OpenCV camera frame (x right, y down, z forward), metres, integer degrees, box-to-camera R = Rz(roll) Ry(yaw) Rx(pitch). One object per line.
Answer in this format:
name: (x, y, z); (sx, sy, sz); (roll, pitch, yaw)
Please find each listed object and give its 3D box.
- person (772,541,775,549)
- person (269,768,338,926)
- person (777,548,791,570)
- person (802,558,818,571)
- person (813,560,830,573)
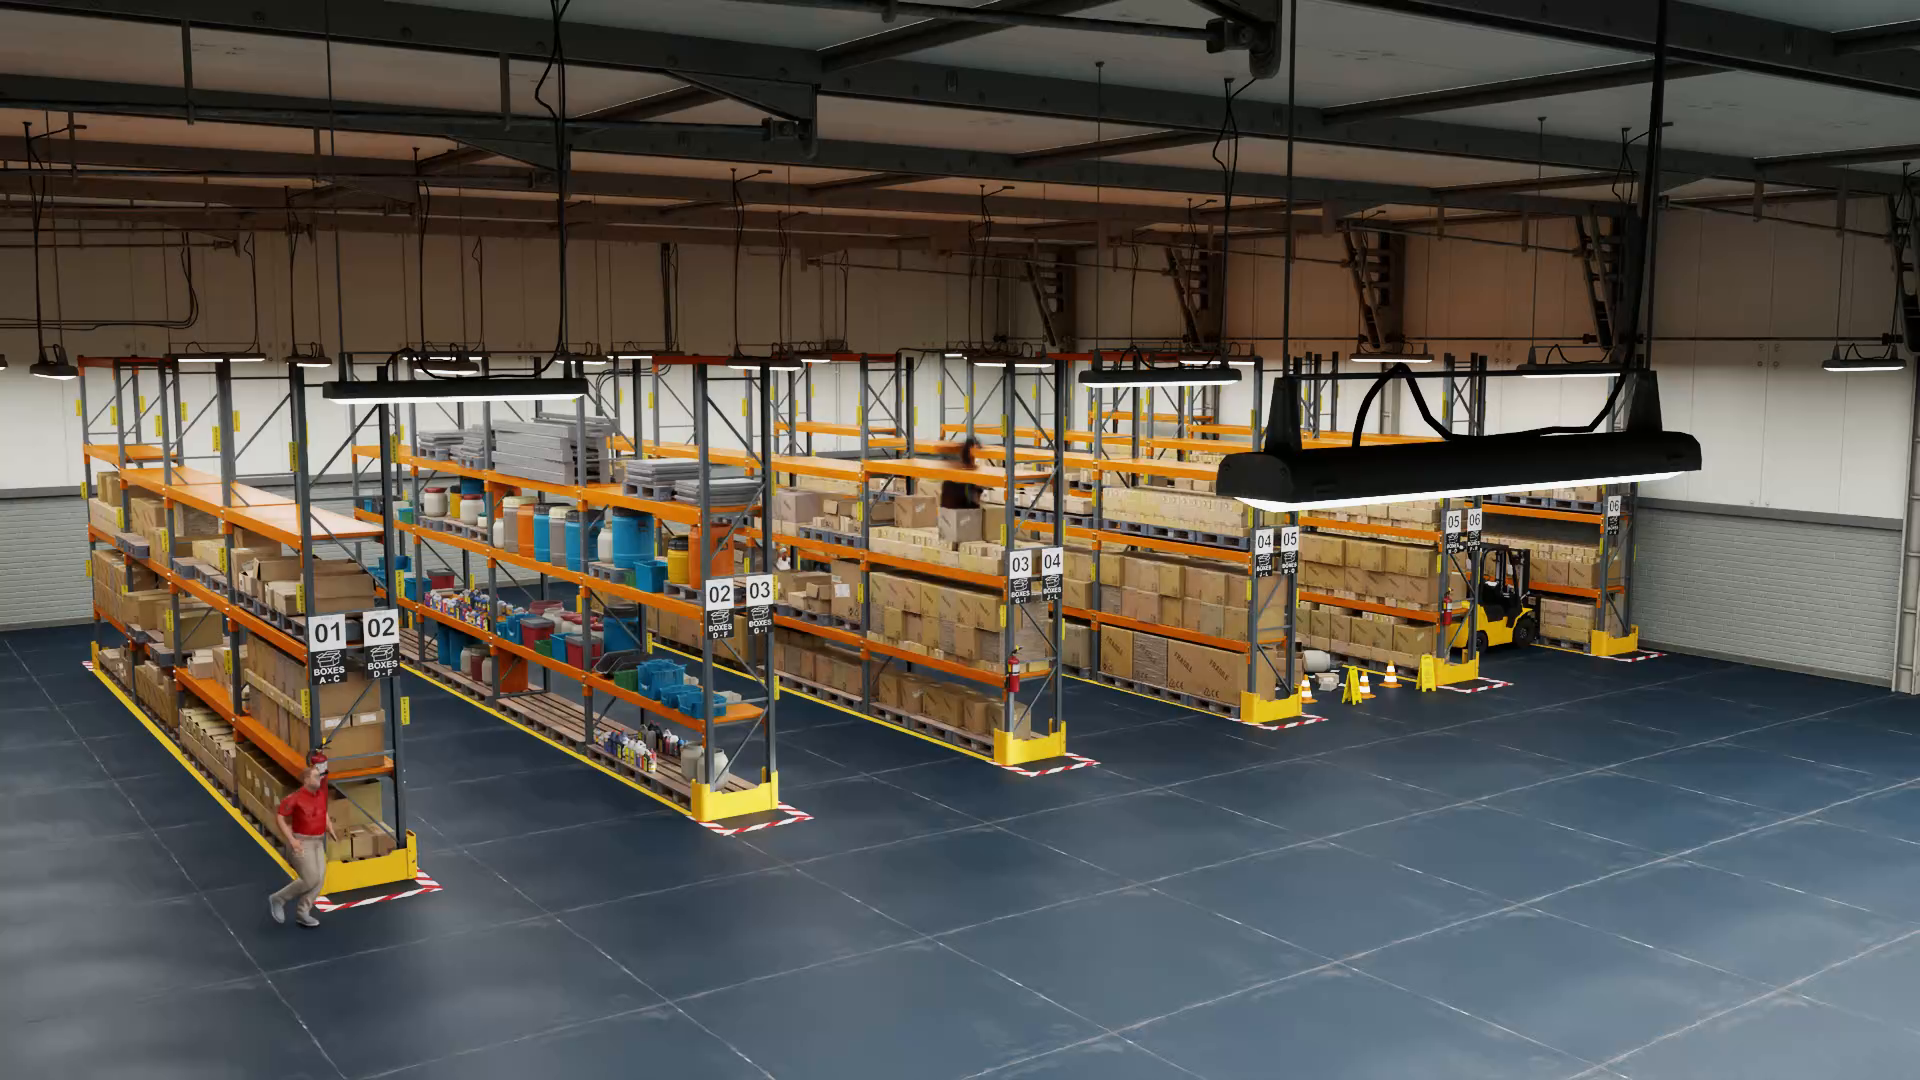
person: (-4.595, 0.452, 41.530); (0.578, 1.753, 0.708); (7, 10, 44)
person: (-7.123, 3.316, 18.121); (0.584, 1.670, 0.733); (2, 7, 14)
person: (-3.927, 0.976, 37.506); (0.628, 1.622, 0.736); (-3, 8, -25)
person: (-3.934, 0.292, 43.062); (0.582, 1.645, 0.920); (4, 8, 29)
person: (-3.595, 0.449, 41.952); (0.781, 1.602, 0.622); (3, 7, 20)
